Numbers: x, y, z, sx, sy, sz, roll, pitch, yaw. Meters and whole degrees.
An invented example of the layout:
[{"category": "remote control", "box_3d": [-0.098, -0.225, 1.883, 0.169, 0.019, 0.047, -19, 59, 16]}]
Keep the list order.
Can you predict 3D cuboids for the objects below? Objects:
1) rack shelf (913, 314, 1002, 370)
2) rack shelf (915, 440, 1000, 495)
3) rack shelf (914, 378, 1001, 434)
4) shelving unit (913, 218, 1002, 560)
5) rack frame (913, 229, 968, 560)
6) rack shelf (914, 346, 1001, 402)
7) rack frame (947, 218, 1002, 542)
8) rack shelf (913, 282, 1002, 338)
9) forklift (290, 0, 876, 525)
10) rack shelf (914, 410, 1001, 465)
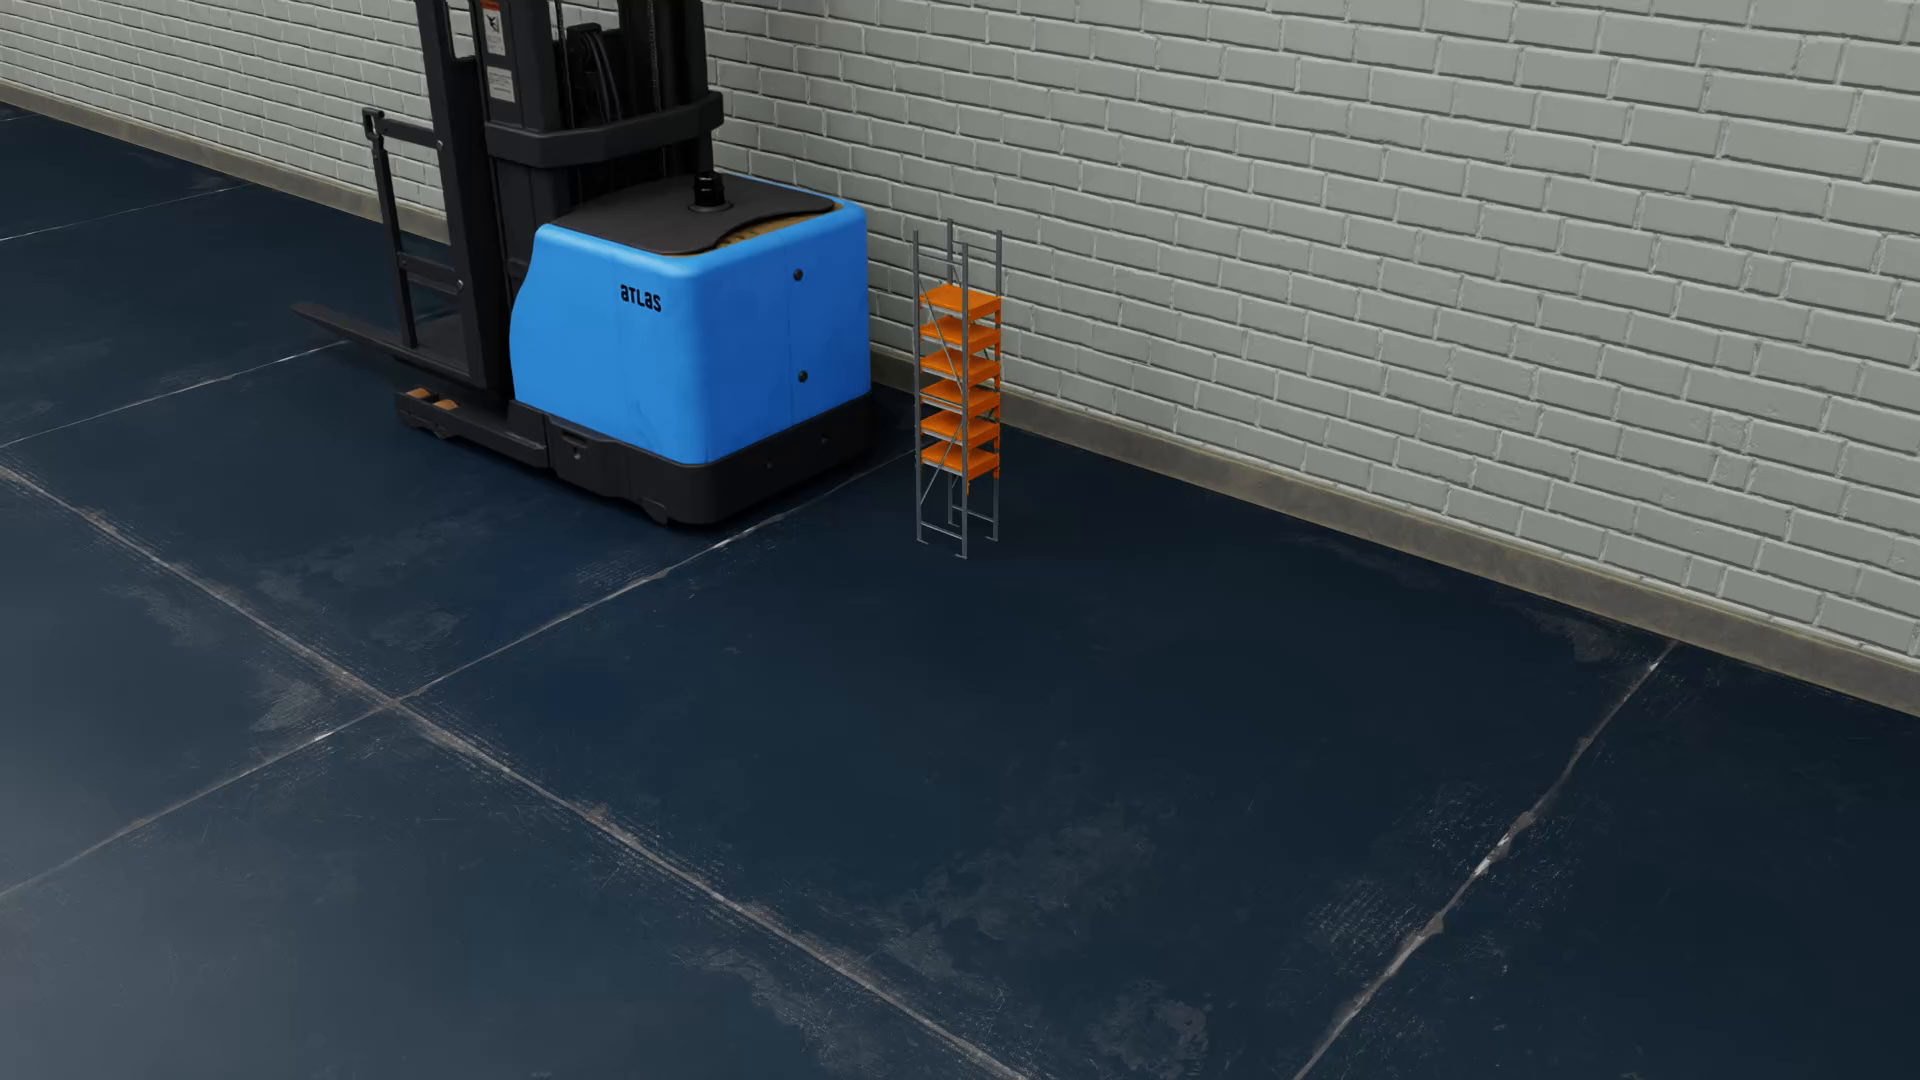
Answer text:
[{"category": "rack shelf", "box_3d": [-0.009, -0.701, 5.875, 0.258, 0.103, 0.180, 21, 34, 34]}, {"category": "rack shelf", "box_3d": [-0.009, -0.275, 6.095, 0.258, 0.103, 0.180, 21, 34, 34]}, {"category": "rack shelf", "box_3d": [-0.009, -0.488, 5.985, 0.258, 0.103, 0.180, 21, 34, 34]}, {"category": "shelving unit", "box_3d": [-0.009, -0.528, 5.964, 0.258, 1.200, 0.189, 21, 34, 34]}, {"category": "rack frame", "box_3d": [-0.067, -0.495, 5.902, 0.240, 1.200, 0.006, 21, 34, 34]}, {"category": "rack shelf", "box_3d": [-0.009, -0.595, 5.930, 0.258, 0.103, 0.180, 21, 34, 34]}, {"category": "rack frame", "box_3d": [0.049, -0.560, 6.027, 0.240, 1.200, 0.006, 21, 34, 34]}, {"category": "rack shelf", "box_3d": [-0.009, -0.808, 5.819, 0.258, 0.103, 0.180, 21, 34, 34]}, {"category": "forklift", "box_3d": [-1.809, -1.900, 6.732, 3.031, 2.935, 1.130, 20, 34, 34]}, {"category": "rack shelf", "box_3d": [-0.009, -0.382, 6.040, 0.258, 0.103, 0.180, 21, 34, 34]}]
